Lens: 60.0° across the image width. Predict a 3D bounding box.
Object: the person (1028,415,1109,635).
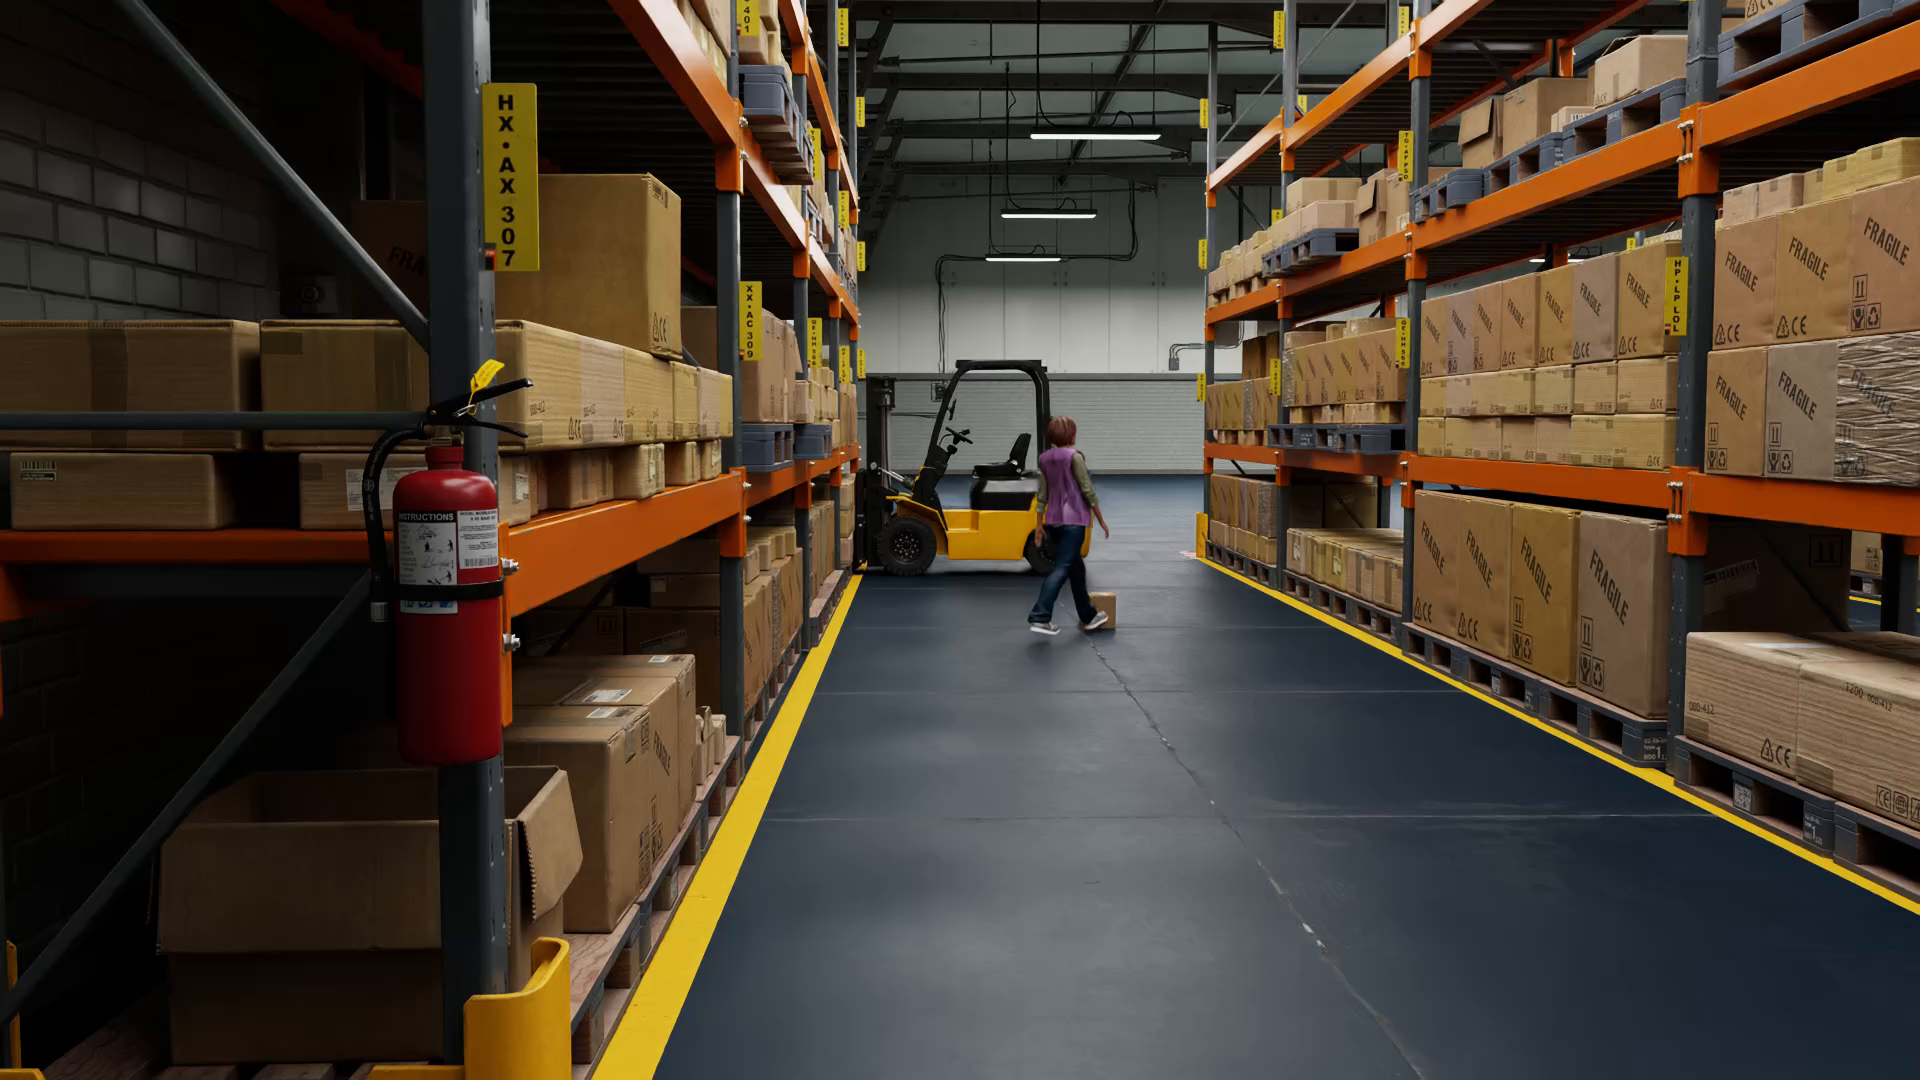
[{"bbox_3d":[0.804,-0.110,11.796,0.917,1.545,0.442,-3,5,-39],"label":"person"}]
